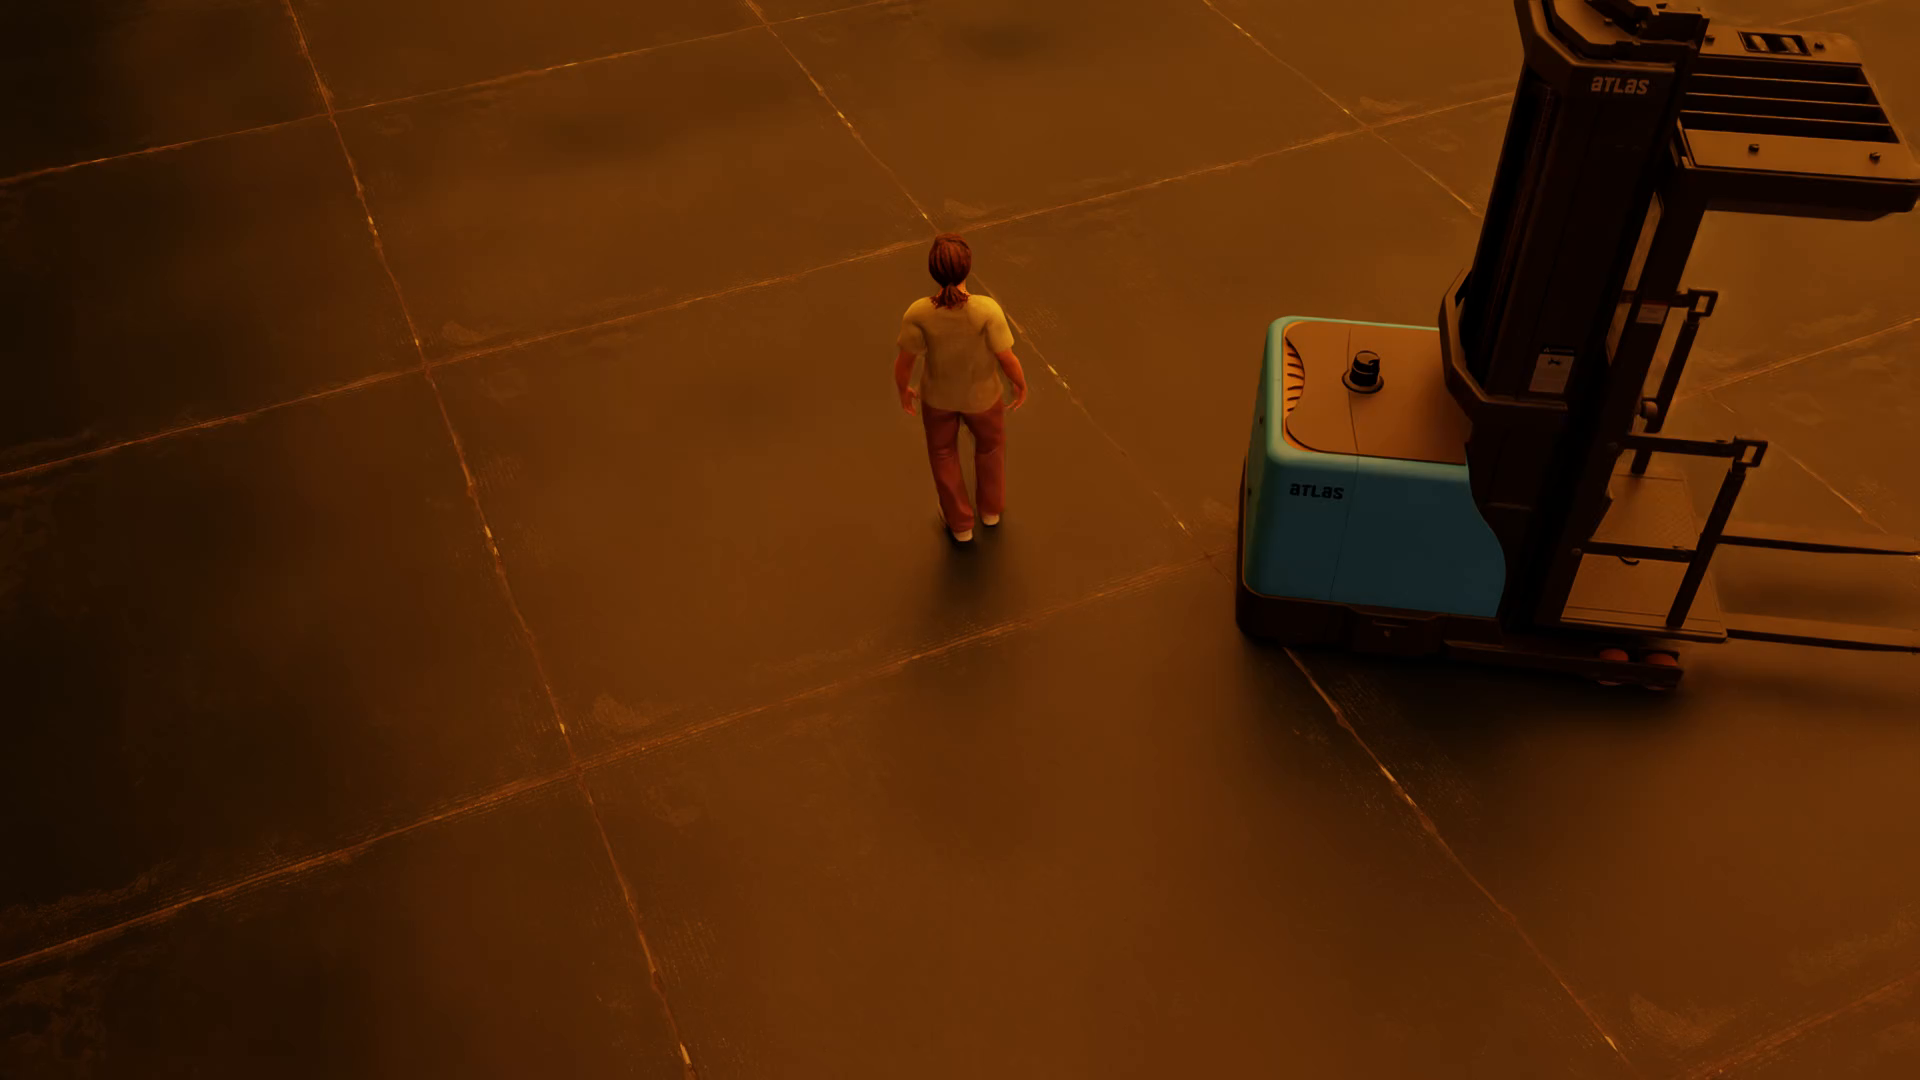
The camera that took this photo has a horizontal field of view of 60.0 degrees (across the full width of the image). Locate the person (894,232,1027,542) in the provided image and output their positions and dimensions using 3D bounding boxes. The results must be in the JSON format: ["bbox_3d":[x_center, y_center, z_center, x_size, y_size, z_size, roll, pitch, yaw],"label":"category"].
[{"bbox_3d":[0.018,-0.692,7.354,0.565,1.663,0.569,4,43,4],"label":"person"}]

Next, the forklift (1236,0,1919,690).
[{"bbox_3d":[2.780,-0.816,6.554,3.031,2.935,1.130,6,43,6],"label":"forklift"}]
